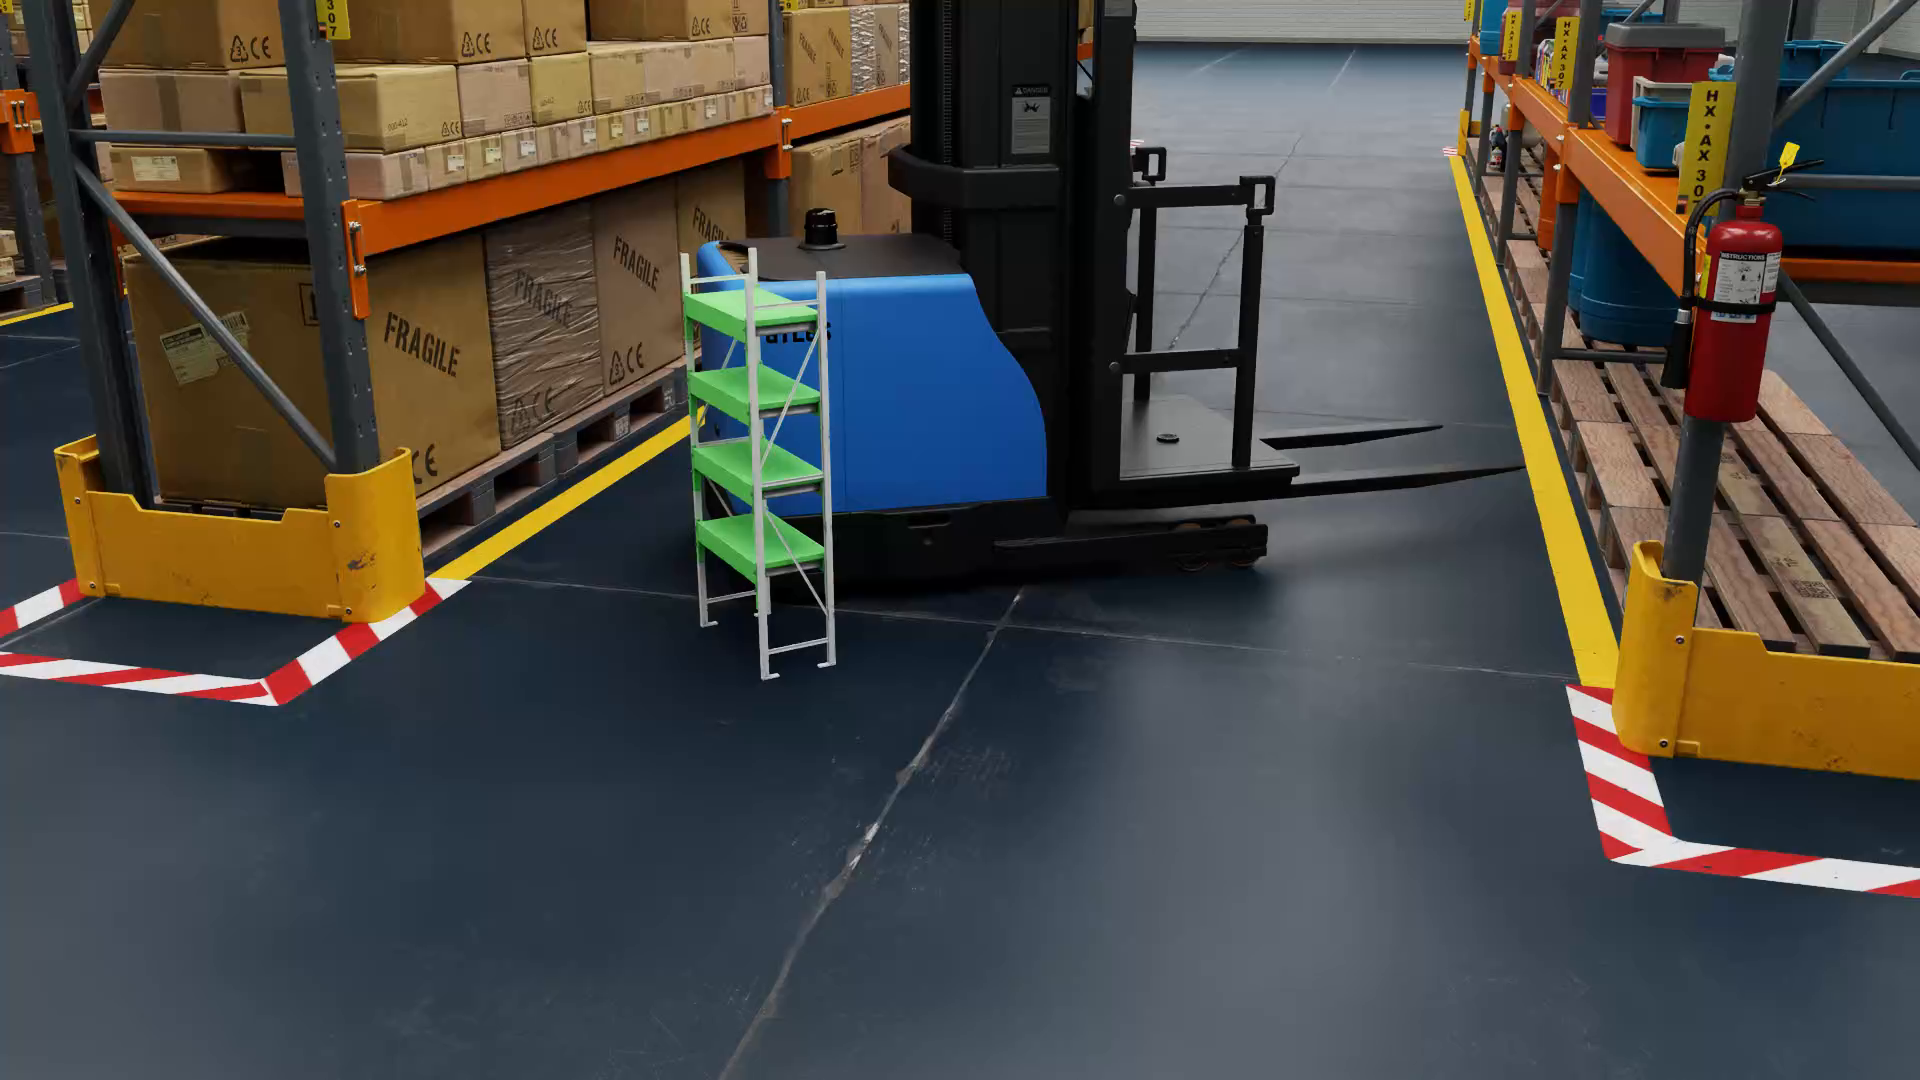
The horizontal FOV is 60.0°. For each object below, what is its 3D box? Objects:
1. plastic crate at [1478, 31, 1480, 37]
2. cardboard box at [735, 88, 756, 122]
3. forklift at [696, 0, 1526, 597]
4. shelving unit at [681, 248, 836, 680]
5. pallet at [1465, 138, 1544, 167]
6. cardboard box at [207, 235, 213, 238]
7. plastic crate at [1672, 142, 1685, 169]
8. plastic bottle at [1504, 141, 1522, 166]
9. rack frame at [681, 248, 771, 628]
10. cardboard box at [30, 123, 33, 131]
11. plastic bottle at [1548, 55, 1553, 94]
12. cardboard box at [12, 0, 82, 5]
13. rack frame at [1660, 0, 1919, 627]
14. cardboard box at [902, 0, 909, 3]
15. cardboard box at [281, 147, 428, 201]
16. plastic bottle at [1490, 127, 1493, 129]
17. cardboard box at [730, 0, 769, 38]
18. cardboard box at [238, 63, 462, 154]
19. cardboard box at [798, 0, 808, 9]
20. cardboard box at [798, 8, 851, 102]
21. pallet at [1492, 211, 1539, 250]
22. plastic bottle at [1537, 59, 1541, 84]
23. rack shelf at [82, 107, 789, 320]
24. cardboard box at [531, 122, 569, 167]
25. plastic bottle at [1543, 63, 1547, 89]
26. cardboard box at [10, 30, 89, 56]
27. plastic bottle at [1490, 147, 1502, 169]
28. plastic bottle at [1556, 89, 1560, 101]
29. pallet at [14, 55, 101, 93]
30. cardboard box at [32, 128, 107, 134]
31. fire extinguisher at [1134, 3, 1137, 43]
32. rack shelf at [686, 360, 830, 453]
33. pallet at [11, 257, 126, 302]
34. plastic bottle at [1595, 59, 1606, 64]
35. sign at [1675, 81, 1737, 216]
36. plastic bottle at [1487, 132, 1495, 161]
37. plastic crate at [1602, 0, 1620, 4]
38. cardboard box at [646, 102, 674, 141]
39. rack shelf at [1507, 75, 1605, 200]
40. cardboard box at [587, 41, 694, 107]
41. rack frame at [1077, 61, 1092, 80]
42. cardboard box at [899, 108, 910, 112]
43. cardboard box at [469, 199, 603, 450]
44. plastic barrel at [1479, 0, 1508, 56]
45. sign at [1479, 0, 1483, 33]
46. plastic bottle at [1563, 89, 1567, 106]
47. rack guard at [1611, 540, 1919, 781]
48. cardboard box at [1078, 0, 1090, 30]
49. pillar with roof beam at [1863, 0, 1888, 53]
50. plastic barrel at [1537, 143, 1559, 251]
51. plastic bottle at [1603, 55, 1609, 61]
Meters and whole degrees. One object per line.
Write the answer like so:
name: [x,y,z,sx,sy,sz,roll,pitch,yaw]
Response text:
plastic crate: [5.776,-5.494,18.041,0.298,0.136,0.250,5,19,13]
cardboard box: [-1.248,-2.183,8.327,0.380,0.149,0.250,5,19,14]
forklift: [0.604,-1.438,5.862,3.031,2.935,1.130,-5,19,-14]
shelving unit: [-0.609,-0.239,5.030,0.258,1.200,0.503,-11,22,-28]
pallet: [6.130,-4.273,18.371,1.003,0.211,1.213,5,19,13]
cardboard box: [-5.533,-2.485,12.041,0.500,0.500,0.500,5,19,14]
plastic crate: [2.605,-1.306,5.686,0.298,0.136,0.250,5,19,13]
plastic bottle: [5.347,-3.788,16.056,0.144,0.351,0.185,5,19,13]
rack frame: [-0.730,-0.307,5.230,0.240,1.200,0.015,-11,22,-28]
cardboard box: [-9.740,-3.904,16.393,0.950,0.372,0.625,4,19,12]
plastic bottle: [3.606,-2.843,10.051,0.061,0.283,0.133,5,19,13]
cardboard box: [-5.671,-3.376,10.250,0.380,0.149,0.250,6,20,16]
rack frame: [2.397,-0.859,4.063,1.000,3.000,0.127,5,19,13]
cardboard box: [-0.645,-4.052,11.704,0.797,0.503,0.637,5,20,15]
cardboard box: [-1.999,-1.217,5.498,0.380,0.149,0.250,5,19,14]
plastic bottle: [5.453,-4.109,17.117,0.097,0.271,0.097,0,19,0]
cardboard box: [-1.281,-2.764,8.250,0.500,0.500,0.500,5,20,15]
cardboard box: [-2.026,-1.449,5.562,0.500,0.250,0.500,4,19,12]
cardboard box: [-1.280,-3.227,9.288,0.797,0.503,0.637,4,19,12]
cardboard box: [-0.951,-2.834,9.688,0.500,0.500,0.500,5,19,13]
pallet: [4.579,-2.287,12.557,1.003,0.211,1.213,5,19,13]
plastic bottle: [3.854,-3.098,10.924,0.097,0.201,0.097,0,19,0]
rack shelf: [-1.917,-1.537,7.160,1.077,0.370,4.000,5,19,13]
cardboard box: [-1.749,-1.539,6.442,0.380,0.149,0.250,4,19,12]
plastic bottle: [3.732,-2.942,10.467,0.097,0.201,0.097,0,19,0]
cardboard box: [-5.671,-3.095,10.346,0.380,0.149,0.250,4,19,11]
plastic bottle: [5.116,-3.643,15.861,0.097,0.201,0.097,0,19,0]
plastic bottle: [3.472,-2.671,9.546,0.061,0.283,0.133,5,19,13]
pallet: [-5.885,-3.065,10.817,1.003,0.211,1.213,5,19,13]
cardboard box: [-6.138,-2.712,11.544,0.500,0.250,0.500,6,20,16]
fire extinguisher: [1.979,-6.228,19.901,0.296,0.674,0.183,5,19,13]
rack shelf: [-0.609,-0.405,4.973,0.258,0.148,0.480,-11,22,-28]
pallet: [-6.024,-1.852,11.284,1.003,0.211,1.213,5,19,13]
plastic bottle: [3.247,-2.318,8.525,0.152,0.276,0.135,5,19,13]
sign: [1.860,-0.975,4.149,0.100,0.325,0.005,5,19,13]
plastic bottle: [5.254,-3.882,16.435,0.061,0.283,0.133,6,20,17]
plastic crate: [5.508,-4.475,14.549,0.402,0.464,0.583,5,19,13]
cardboard box: [-1.499,-1.861,7.384,0.380,0.149,0.250,4,19,13]
rack shelf: [3.863,-2.400,9.685,1.077,0.370,4.000,5,19,13]
cardboard box: [-1.530,-2.093,7.445,0.500,0.250,0.500,5,20,14]
rack frame: [1.504,-6.265,19.890,1.000,3.000,0.127,5,19,13]
cardboard box: [-0.640,-2.737,12.196,1.225,0.875,0.875,4,19,11]
cardboard box: [-2.104,-0.936,6.925,0.875,0.875,0.875,5,19,13]
plastic barrel: [4.941,-4.761,14.709,0.600,0.901,0.708,5,19,13]
sign: [4.799,-4.798,15.167,0.100,0.325,0.005,5,19,13]
plastic bottle: [3.403,-2.518,9.111,0.152,0.276,0.135,5,19,13]
rack guard: [2.404,0.332,4.442,1.175,0.500,0.348,5,19,13]
cardboard box: [0.853,-5.490,17.005,0.875,0.500,0.500,5,19,13]
pillar with roof beam: [19.737,-17.386,43.167,9.100,9.000,0.400,5,19,13]
plastic barrel: [4.249,-2.384,11.234,0.600,0.830,0.708,5,19,13]
plastic bottle: [3.528,-2.512,9.100,0.097,0.271,0.097,0,19,0]
